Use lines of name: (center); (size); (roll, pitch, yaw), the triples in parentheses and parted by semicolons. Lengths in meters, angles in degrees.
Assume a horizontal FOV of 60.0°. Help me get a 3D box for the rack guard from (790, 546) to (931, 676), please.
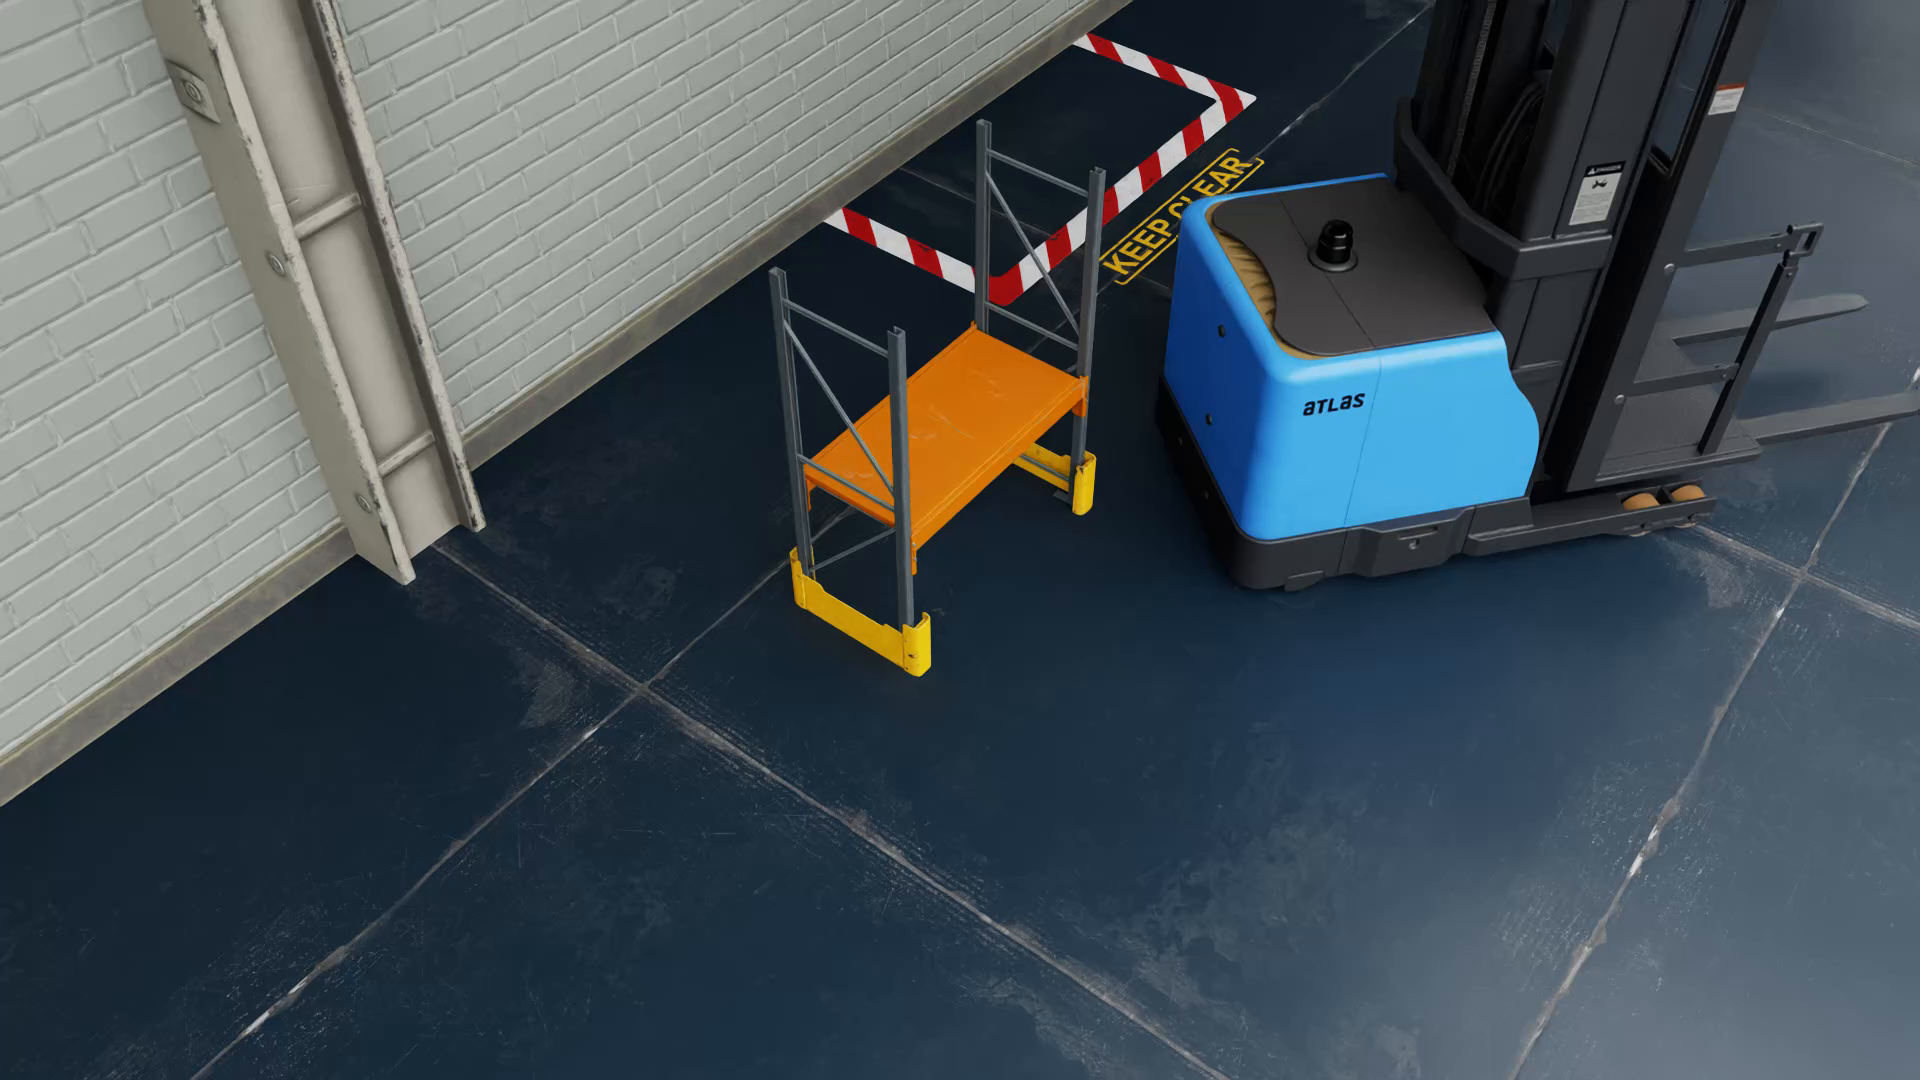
rack guard: (-0.351, 0.242, 5.846); (0.587, 0.250, 0.087); (29, 53, 25)

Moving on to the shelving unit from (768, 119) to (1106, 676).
shelving unit: (-0.047, -0.474, 5.666); (0.587, 1.500, 1.083); (29, 53, 25)

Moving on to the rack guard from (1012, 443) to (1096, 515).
rack guard: (0.258, -0.328, 6.390); (0.587, 0.250, 0.087); (29, 53, 25)

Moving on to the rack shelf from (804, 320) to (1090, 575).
rack shelf: (-0.052, -0.345, 5.791); (0.538, 0.185, 1.000); (29, 53, 25)

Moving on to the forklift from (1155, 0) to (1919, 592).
forklift: (2.348, -1.390, 5.551); (3.031, 2.935, 1.130); (-10, 47, -9)

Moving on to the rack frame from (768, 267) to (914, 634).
rack frame: (-0.363, -0.178, 5.383); (0.500, 1.500, 0.032); (29, 53, 25)

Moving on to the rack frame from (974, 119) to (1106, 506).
rack frame: (0.259, -0.760, 5.939); (0.500, 1.500, 0.032); (29, 53, 25)

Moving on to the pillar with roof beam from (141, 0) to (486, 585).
pillar with roof beam: (1.372, -1.218, 1.191); (9.100, 9.000, 0.400); (29, 53, 25)
